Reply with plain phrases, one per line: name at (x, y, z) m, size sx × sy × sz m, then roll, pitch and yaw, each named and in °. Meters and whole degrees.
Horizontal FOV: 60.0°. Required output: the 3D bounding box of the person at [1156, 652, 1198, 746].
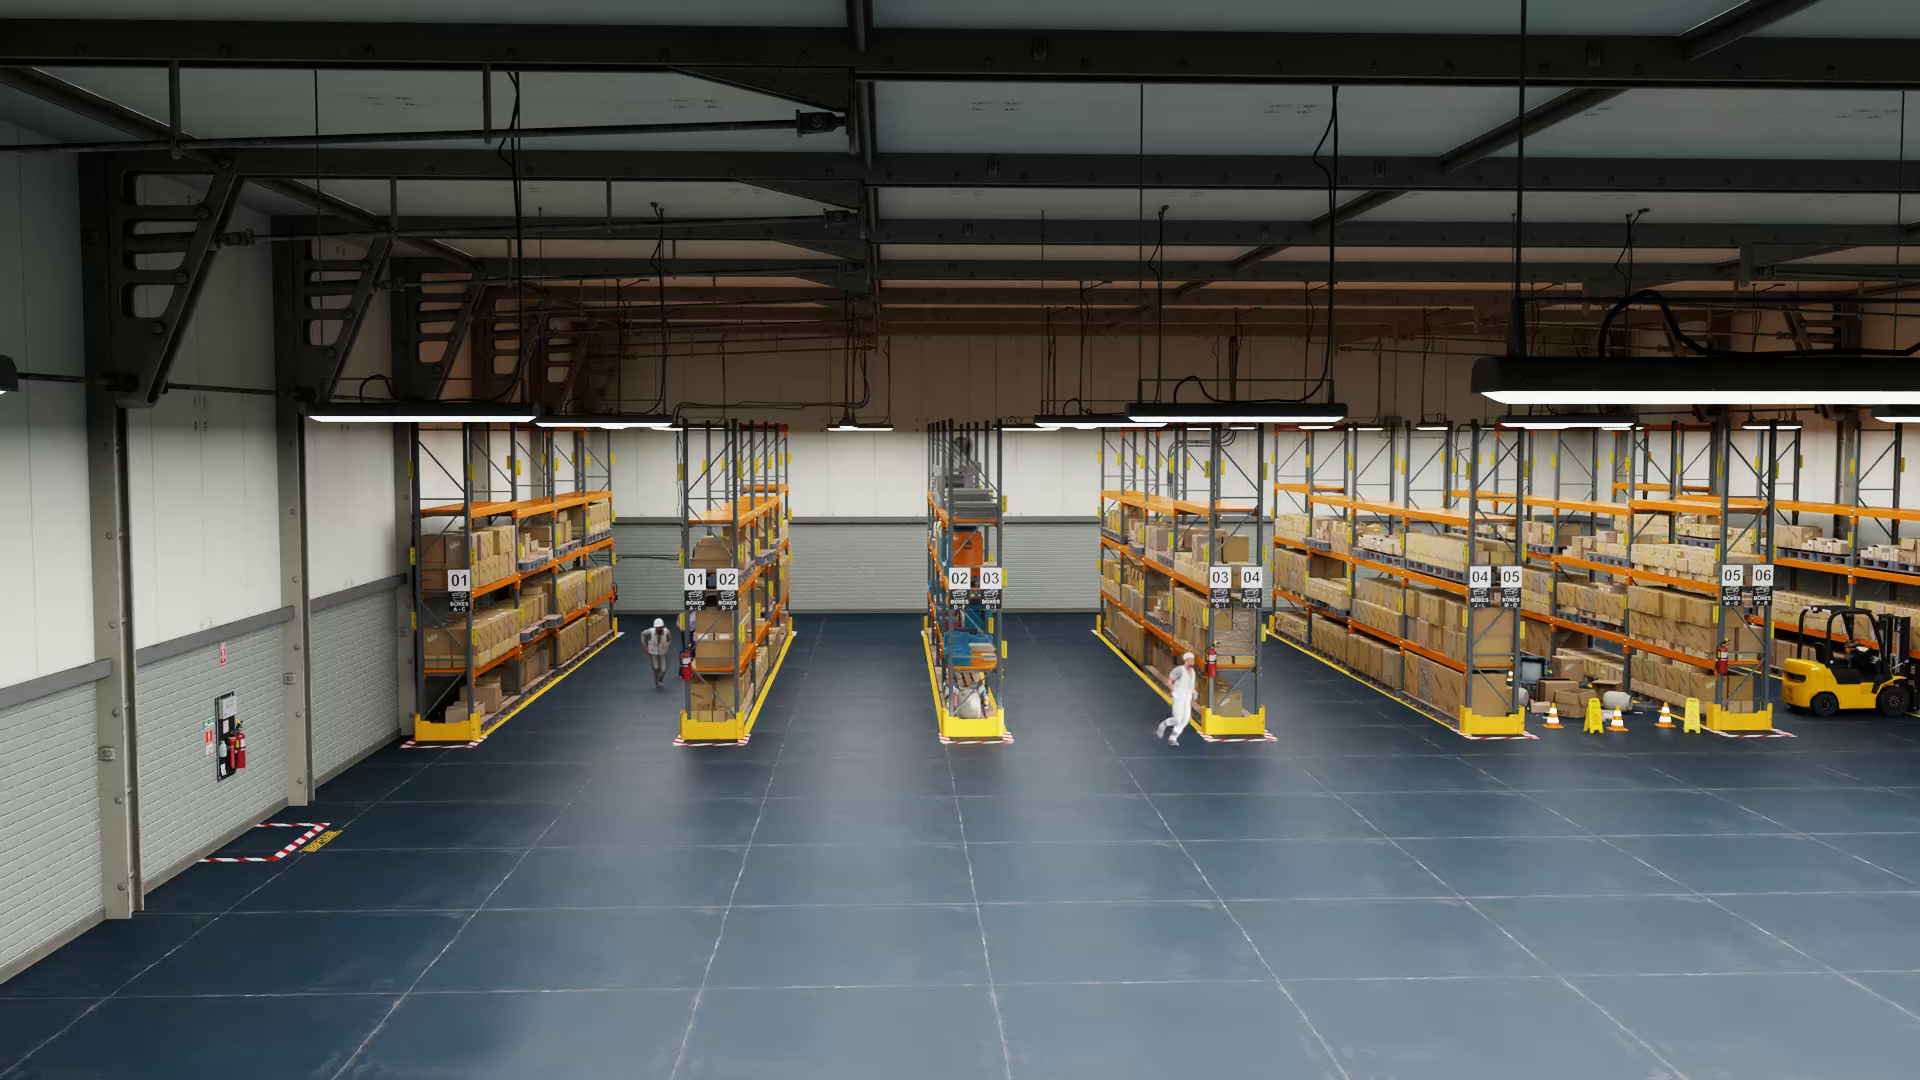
person at (4.066, 2.910, 30.726) m, size 0.724 × 1.686 × 0.631 m, roll -3°, pitch 5°, yaw -37°

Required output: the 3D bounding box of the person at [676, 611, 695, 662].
person at (-6.513, 2.319, 39.965) m, size 0.598 × 1.652 × 0.933 m, roll -1°, pitch 4°, yaw -9°

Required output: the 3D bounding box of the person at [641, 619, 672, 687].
person at (-6.802, 2.538, 37.286) m, size 0.684 × 1.599 × 0.856 m, roll -1°, pitch 4°, yaw -14°
